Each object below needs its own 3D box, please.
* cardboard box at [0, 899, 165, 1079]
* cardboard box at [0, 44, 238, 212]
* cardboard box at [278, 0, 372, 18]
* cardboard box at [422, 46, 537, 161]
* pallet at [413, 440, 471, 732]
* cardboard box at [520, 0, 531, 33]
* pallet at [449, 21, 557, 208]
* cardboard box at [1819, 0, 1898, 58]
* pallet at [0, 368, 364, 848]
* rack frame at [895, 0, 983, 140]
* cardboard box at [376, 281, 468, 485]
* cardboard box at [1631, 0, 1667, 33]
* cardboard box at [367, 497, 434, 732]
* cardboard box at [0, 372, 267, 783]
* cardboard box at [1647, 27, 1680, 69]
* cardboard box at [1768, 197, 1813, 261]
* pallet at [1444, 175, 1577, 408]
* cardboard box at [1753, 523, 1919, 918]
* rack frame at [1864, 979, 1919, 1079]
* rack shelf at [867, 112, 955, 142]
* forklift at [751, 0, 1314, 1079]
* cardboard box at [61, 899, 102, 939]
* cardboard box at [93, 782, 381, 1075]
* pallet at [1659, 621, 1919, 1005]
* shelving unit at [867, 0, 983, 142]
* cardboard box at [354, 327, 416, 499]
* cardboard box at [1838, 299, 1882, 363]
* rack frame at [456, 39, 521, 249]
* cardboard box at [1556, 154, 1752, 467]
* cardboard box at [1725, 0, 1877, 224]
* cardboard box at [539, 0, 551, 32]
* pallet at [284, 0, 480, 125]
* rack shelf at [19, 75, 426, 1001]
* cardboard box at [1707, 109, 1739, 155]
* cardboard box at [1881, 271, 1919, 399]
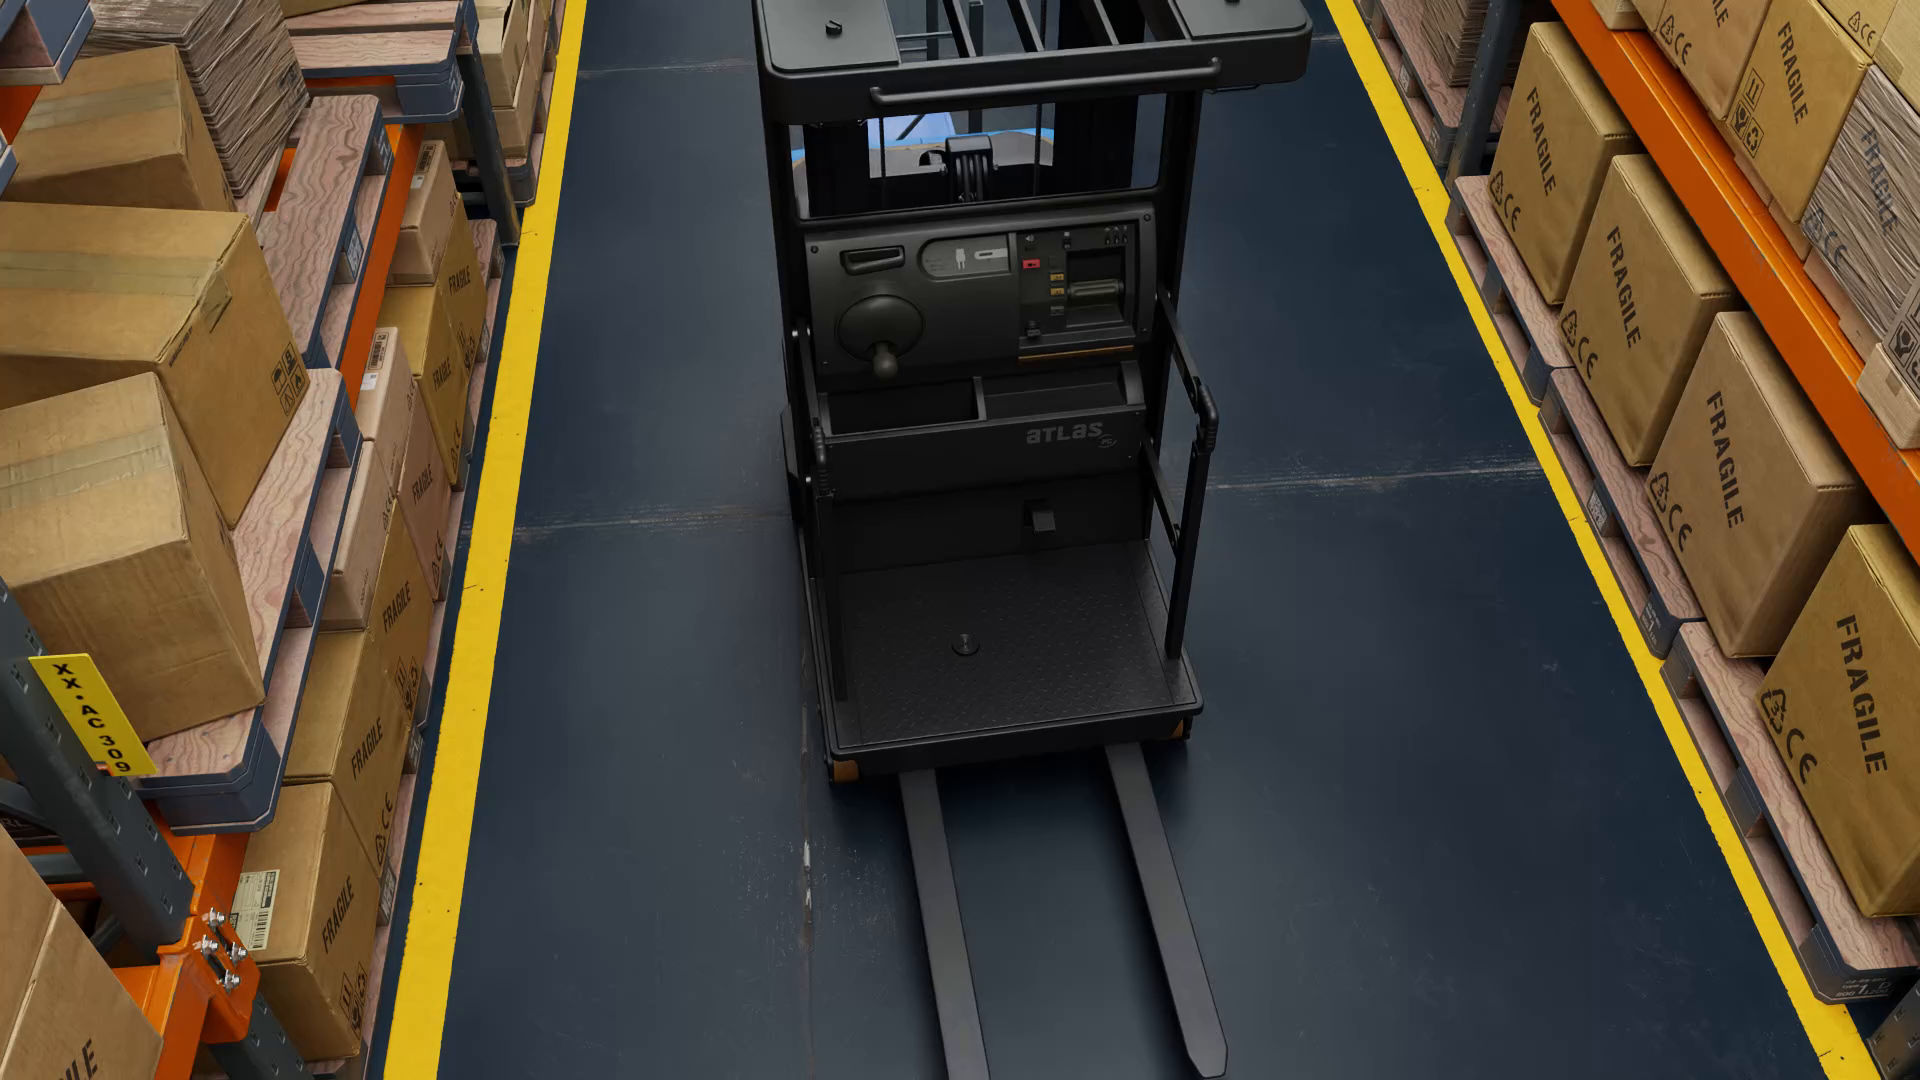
[{"bbox_3d":[-1.703,0.948,2.718,0.500,0.500,0.500,-3,47,-3],"label":"cardboard box"},{"bbox_3d":[-2.210,-0.817,4.100,0.700,0.500,0.500,-14,48,-13],"label":"cardboard box"},{"bbox_3d":[-2.170,-1.988,5.209,0.700,0.500,0.500,-18,49,-16],"label":"cardboard box"},{"bbox_3d":[-2.086,-1.854,7.044,0.500,0.250,0.500,-4,47,-3],"label":"cardboard box"},{"bbox_3d":[-2.211,0.124,5.487,1.003,0.211,1.213,-3,47,-3],"label":"pallet"},{"bbox_3d":[-2.139,-2.426,7.200,0.500,0.311,0.500,-5,47,-4],"label":"cardboard box"},{"bbox_3d":[-2.365,-1.897,7.401,1.003,0.211,1.213,-3,47,-3],"label":"pallet"},{"bbox_3d":[2.522,-1.500,4.300,0.500,0.250,0.500,-4,47,-4],"label":"cardboard box"},{"bbox_3d":[-1.959,0.117,3.705,1.003,0.211,1.213,-3,47,-3],"label":"pallet"},{"bbox_3d":[-0.175,-1.177,5.832,0.500,1.500,0.032,-7,47,-6],"label":"rack frame"},{"bbox_3d":[-1.980,-0.513,5.588,0.500,0.500,0.500,-5,47,-5],"label":"cardboard box"},{"bbox_3d":[2.421,-1.959,5.252,0.500,0.500,0.500,-2,47,-2],"label":"cardboard box"},{"bbox_3d":[-1.888,0.232,4.883,0.500,0.500,0.500,-3,47,-3],"label":"cardboard box"},{"bbox_3d":[-1.817,0.101,3.230,0.700,0.500,0.500,-18,49,-16],"label":"cardboard box"},{"bbox_3d":[2.492,-1.675,5.430,0.380,0.149,0.250,-4,47,-4],"label":"cardboard box"},{"bbox_3d":[2.552,-0.930,4.724,0.380,0.149,0.250,-2,47,-2],"label":"cardboard box"},{"bbox_3d":[2.592,-1.028,6.578,1.003,0.211,1.213,-3,47,-3],"label":"pallet"},{"bbox_3d":[2.752,0.465,4.435,0.750,0.750,0.750,-3,47,-3],"label":"cardboard box"},{"bbox_3d":[2.936,0.332,3.369,1.000,3.000,0.127,-3,47,-3],"label":"rack frame"},{"bbox_3d":[-0.255,-1.418,6.308,0.538,0.185,1.000,-7,47,-6],"label":"rack shelf"},{"bbox_3d":[0.099,-0.559,4.261,1.130,2.935,3.031,-7,47,-6],"label":"forklift"},{"bbox_3d":[-2.327,1.005,4.151,0.500,0.500,0.500,-4,47,-4],"label":"cardboard box"},{"bbox_3d":[-1.798,0.980,4.175,0.500,0.500,0.500,-5,47,-5],"label":"cardboard box"},{"bbox_3d":[2.796,0.737,4.906,1.003,0.211,1.213,-3,47,-3],"label":"pallet"},{"bbox_3d":[-0.255,-1.542,6.177,0.538,1.500,1.048,-7,47,-6],"label":"shelving unit"},{"bbox_3d":[-1.924,-0.365,4.932,0.500,0.250,0.500,-4,47,-4],"label":"cardboard box"},{"bbox_3d":[2.569,-0.555,4.369,0.380,0.149,0.250,-3,47,-3],"label":"cardboard box"},{"bbox_3d":[-2.335,-2.258,5.822,1.000,3.000,0.127,-3,47,-3],"label":"rack frame"},{"bbox_3d":[2.599,-0.793,5.626,0.750,0.750,0.750,-4,47,-3],"label":"cardboard box"},{"bbox_3d":[2.513,-1.223,4.555,0.500,0.500,0.500,-2,47,-2],"label":"cardboard box"},{"bbox_3d":[-2.179,-2.593,7.744,0.500,0.250,0.500,-5,47,-4],"label":"cardboard box"},{"bbox_3d":[-2.209,-1.706,5.432,1.213,0.211,1.003,-3,47,-3],"label":"pallet"},{"bbox_3d":[-2.168,-0.564,4.713,1.077,0.370,4.000,-3,47,-3],"label":"rack shelf"},{"bbox_3d":[2.533,-1.301,5.075,0.380,0.149,0.250,-3,47,-3],"label":"cardboard box"},{"bbox_3d":[2.593,-0.498,3.869,0.500,0.500,0.500,-3,47,-3],"label":"cardboard box"}]
